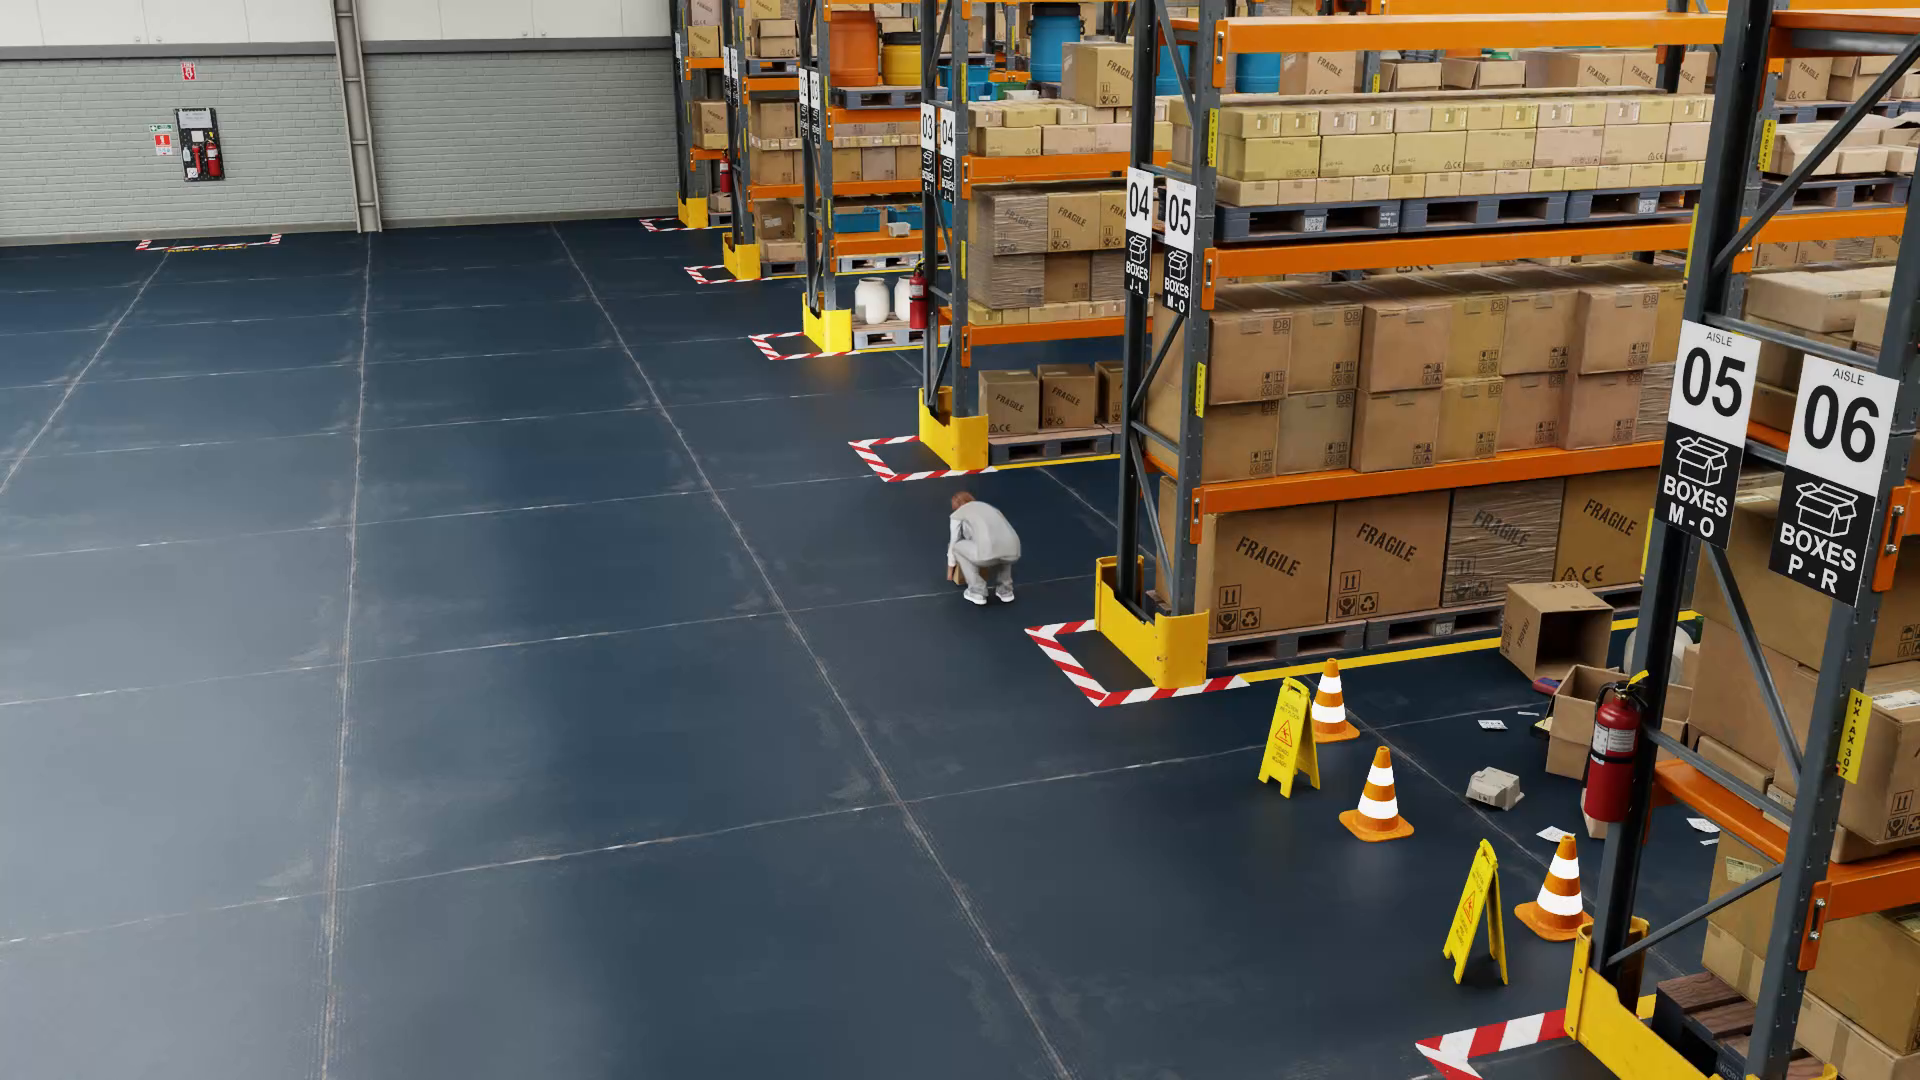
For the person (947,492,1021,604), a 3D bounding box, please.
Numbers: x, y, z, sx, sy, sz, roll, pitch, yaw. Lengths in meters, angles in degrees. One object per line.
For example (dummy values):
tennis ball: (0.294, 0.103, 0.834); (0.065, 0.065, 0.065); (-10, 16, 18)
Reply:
person: (0.167, 0.093, 12.268); (0.425, 0.707, 0.850); (-7, 21, -18)
